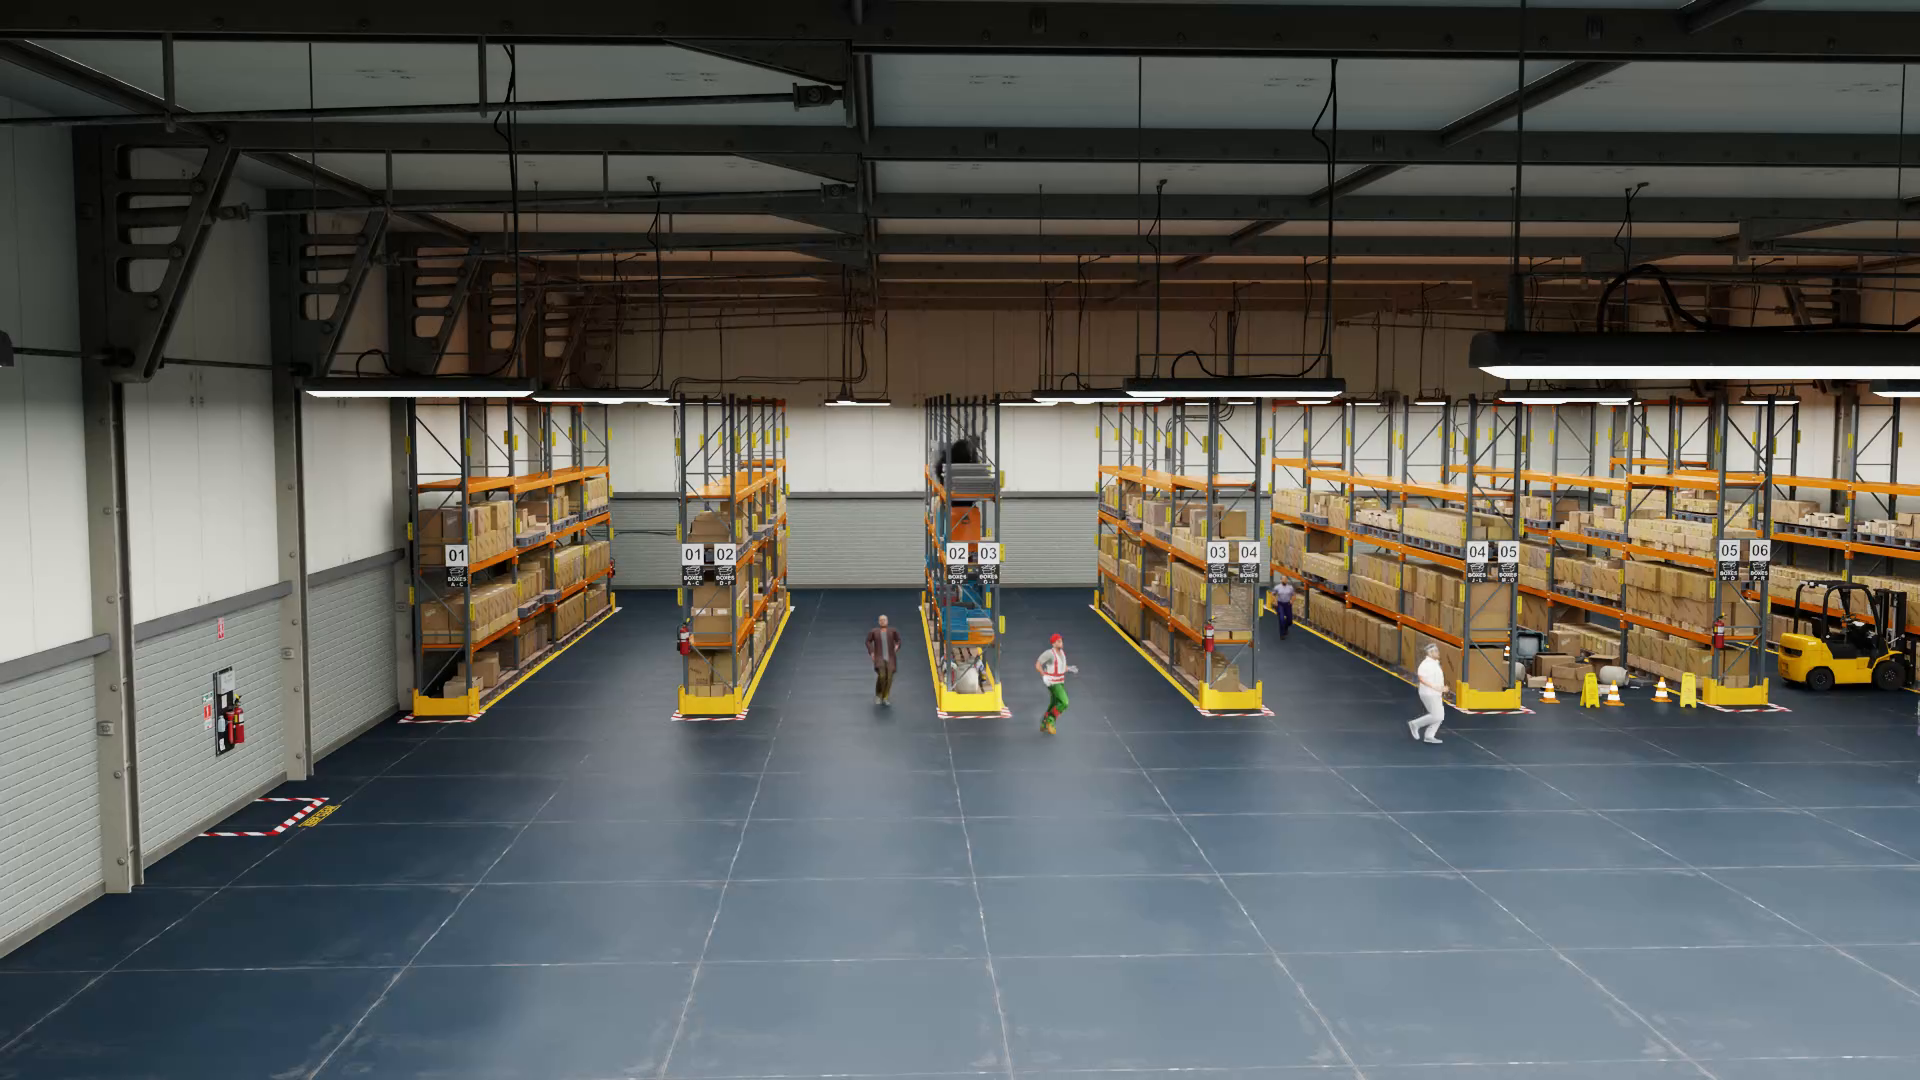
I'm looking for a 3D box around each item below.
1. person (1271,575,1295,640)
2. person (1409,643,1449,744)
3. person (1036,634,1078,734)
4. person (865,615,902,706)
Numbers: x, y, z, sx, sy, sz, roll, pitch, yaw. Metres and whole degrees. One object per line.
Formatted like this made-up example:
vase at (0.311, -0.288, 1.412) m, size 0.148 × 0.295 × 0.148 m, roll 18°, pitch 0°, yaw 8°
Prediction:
person at (8.023, 1.664, 41.281) m, size 0.599 × 1.599 × 0.668 m, roll 0°, pitch 5°, yaw -1°
person at (8.018, 2.606, 28.443) m, size 0.595 × 1.737 × 0.649 m, roll 3°, pitch 5°, yaw 30°
person at (1.727, 2.527, 29.249) m, size 0.651 × 1.763 × 0.625 m, roll 3°, pitch 5°, yaw 30°
person at (-1.460, 2.330, 32.153) m, size 0.702 × 1.746 × 0.629 m, roll -1°, pitch 5°, yaw -8°
